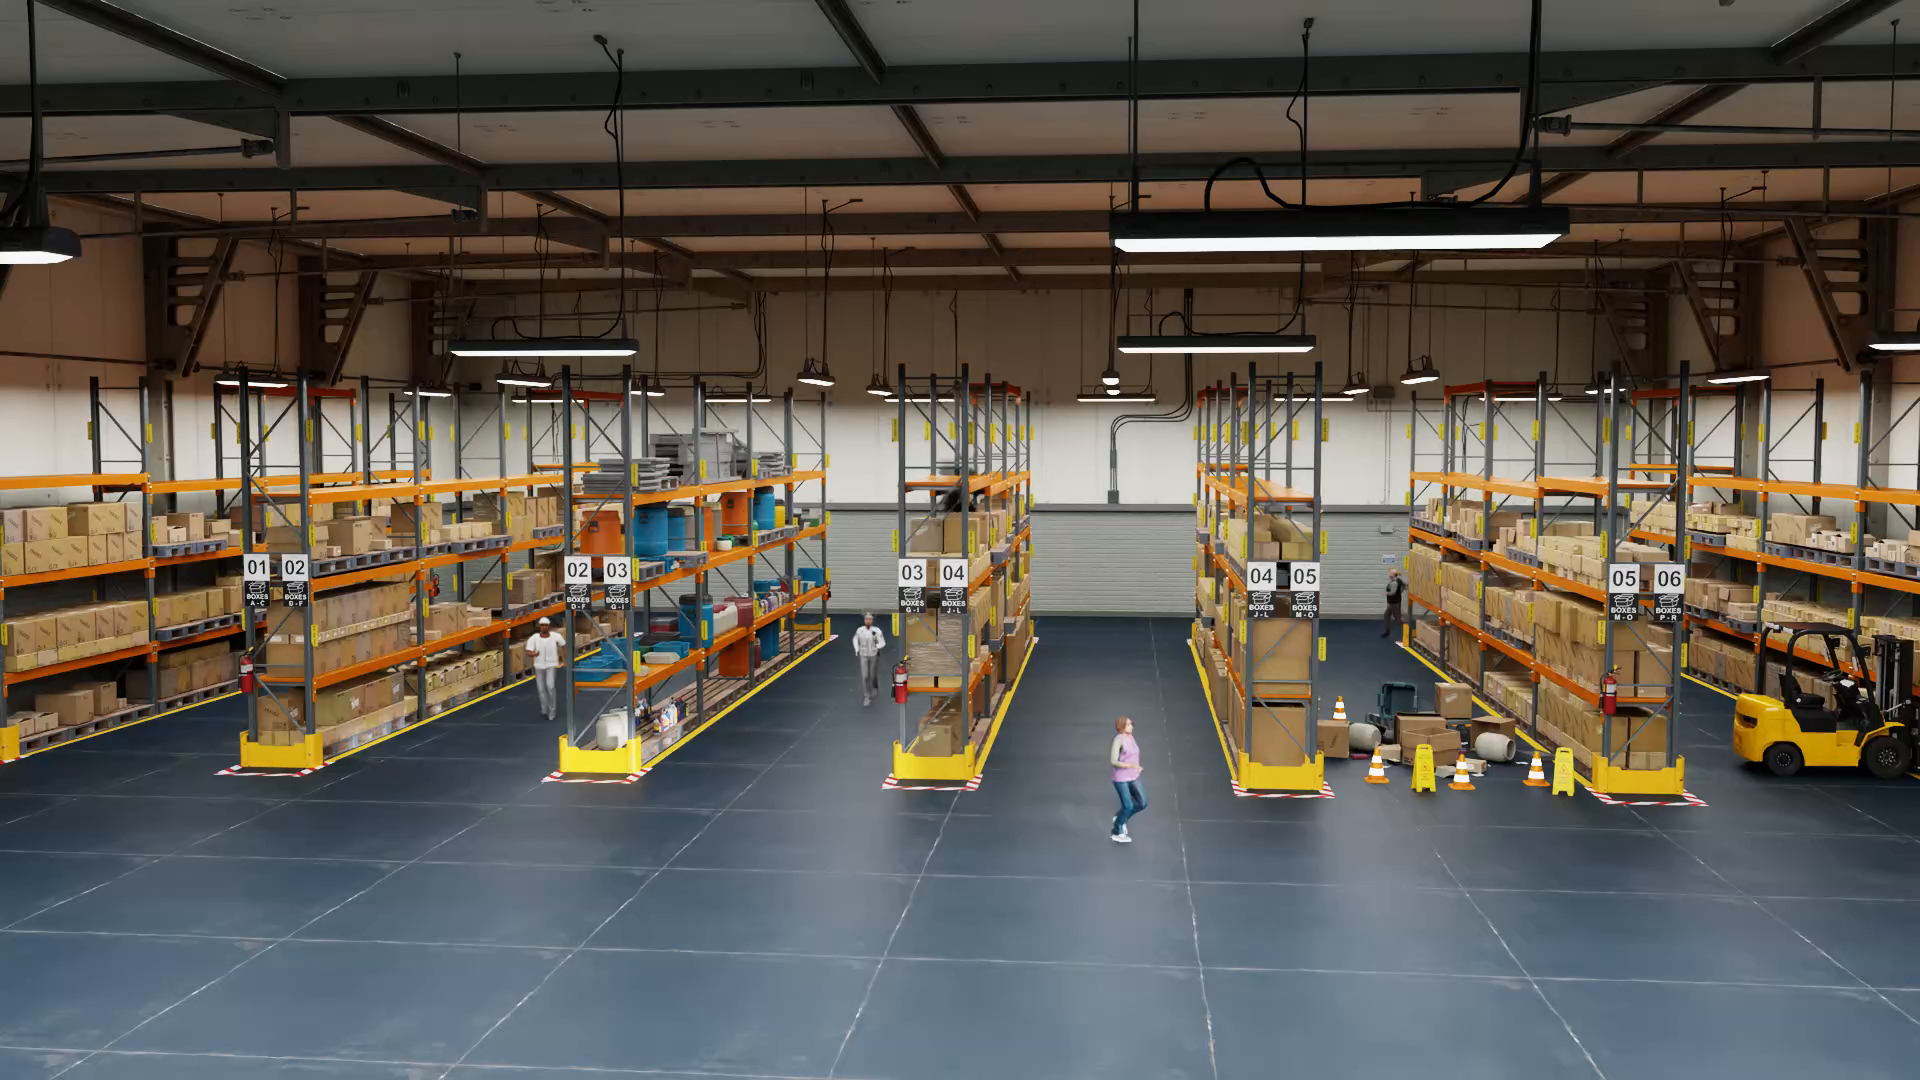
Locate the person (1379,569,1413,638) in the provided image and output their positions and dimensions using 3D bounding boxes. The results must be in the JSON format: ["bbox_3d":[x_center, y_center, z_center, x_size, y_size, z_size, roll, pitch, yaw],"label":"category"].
[{"bbox_3d":[10.582,1.578,40.364,0.834,1.767,0.680,1,4,21],"label":"person"}]

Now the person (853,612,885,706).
[{"bbox_3d":[-1.687,2.164,30.665,0.620,1.701,0.725,0,4,5],"label":"person"}]

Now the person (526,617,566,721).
[{"bbox_3d":[-7.248,2.256,29.102,0.666,1.811,0.736,0,4,-6],"label":"person"}]

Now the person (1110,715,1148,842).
[{"bbox_3d":[2.069,2.917,20.254,0.534,1.557,0.523,3,5,41],"label":"person"}]
